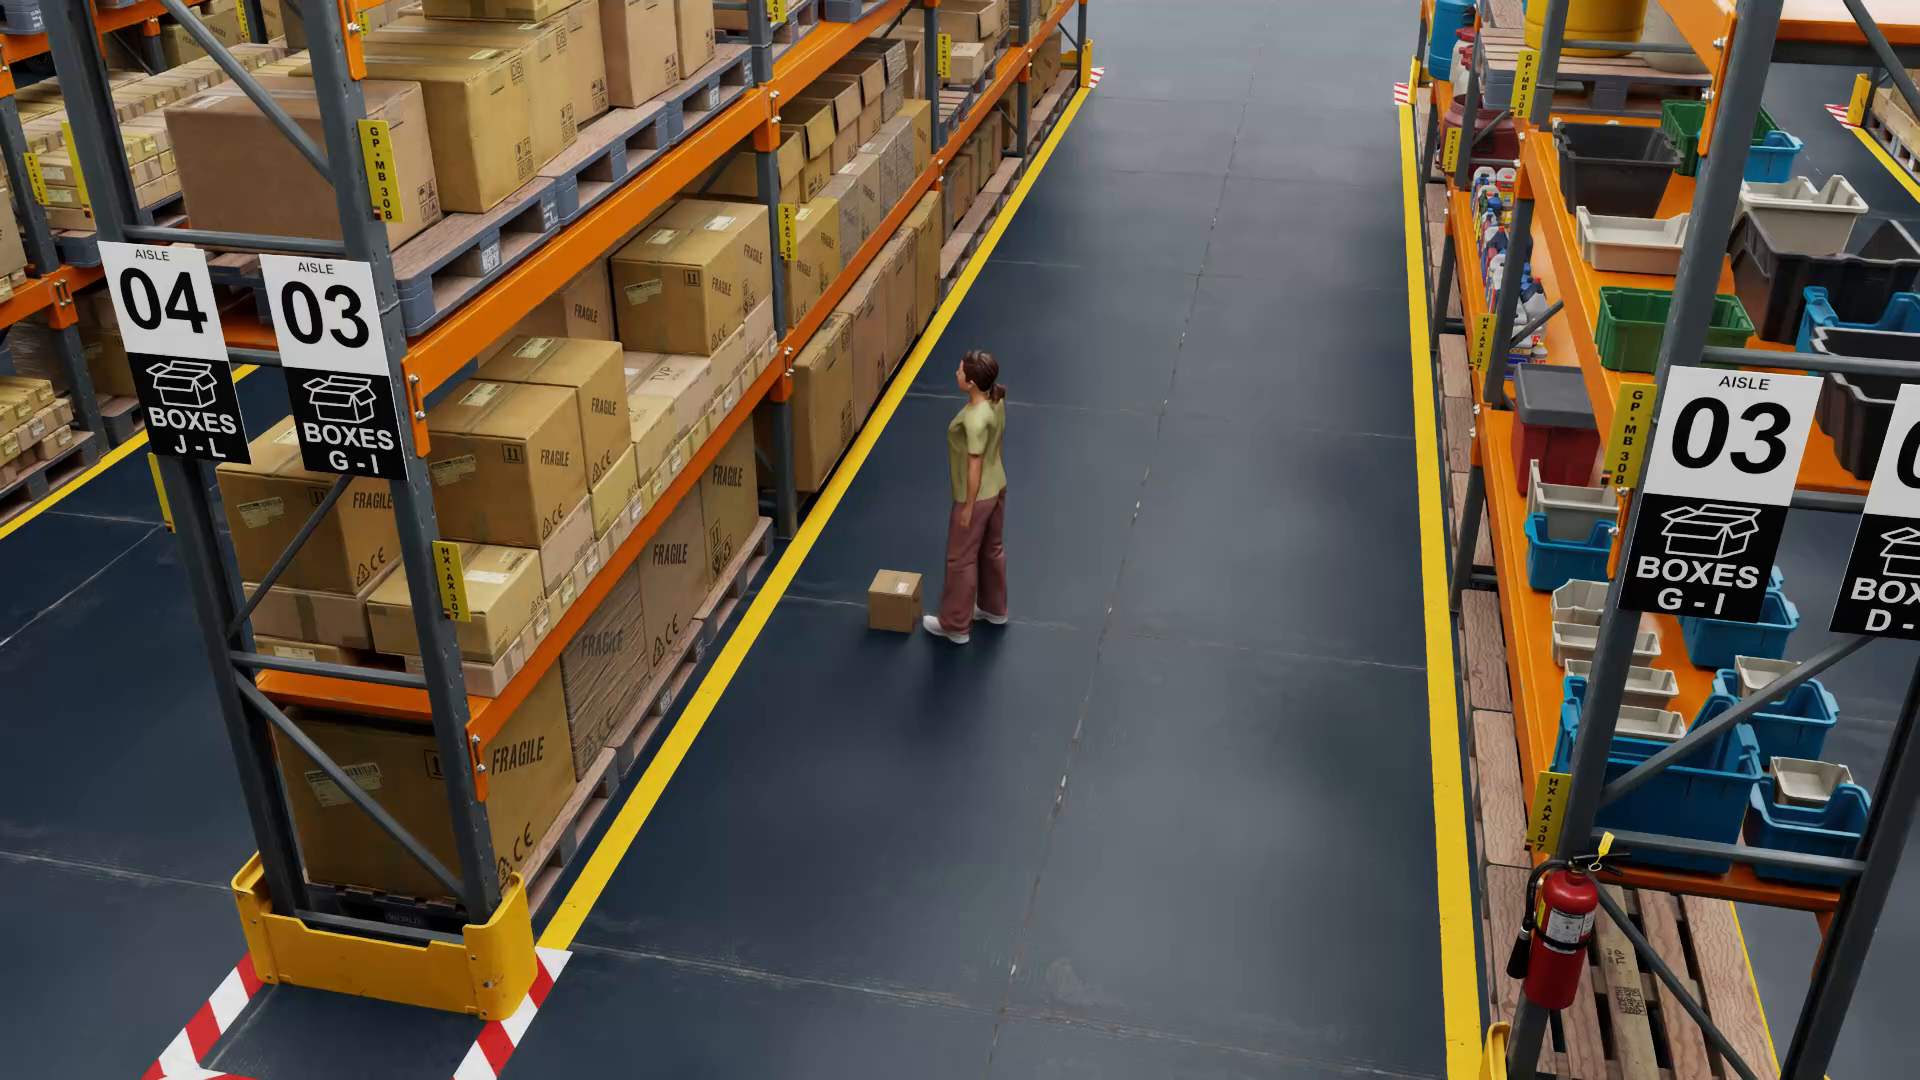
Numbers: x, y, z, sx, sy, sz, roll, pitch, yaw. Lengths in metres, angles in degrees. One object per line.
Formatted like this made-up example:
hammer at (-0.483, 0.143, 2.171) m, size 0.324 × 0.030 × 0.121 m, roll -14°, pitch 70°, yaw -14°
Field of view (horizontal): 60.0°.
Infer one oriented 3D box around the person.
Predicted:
person at (0.036, -0.249, 9.031) m, size 0.442 × 1.669 × 0.491 m, roll 10°, pitch 30°, yaw 18°
